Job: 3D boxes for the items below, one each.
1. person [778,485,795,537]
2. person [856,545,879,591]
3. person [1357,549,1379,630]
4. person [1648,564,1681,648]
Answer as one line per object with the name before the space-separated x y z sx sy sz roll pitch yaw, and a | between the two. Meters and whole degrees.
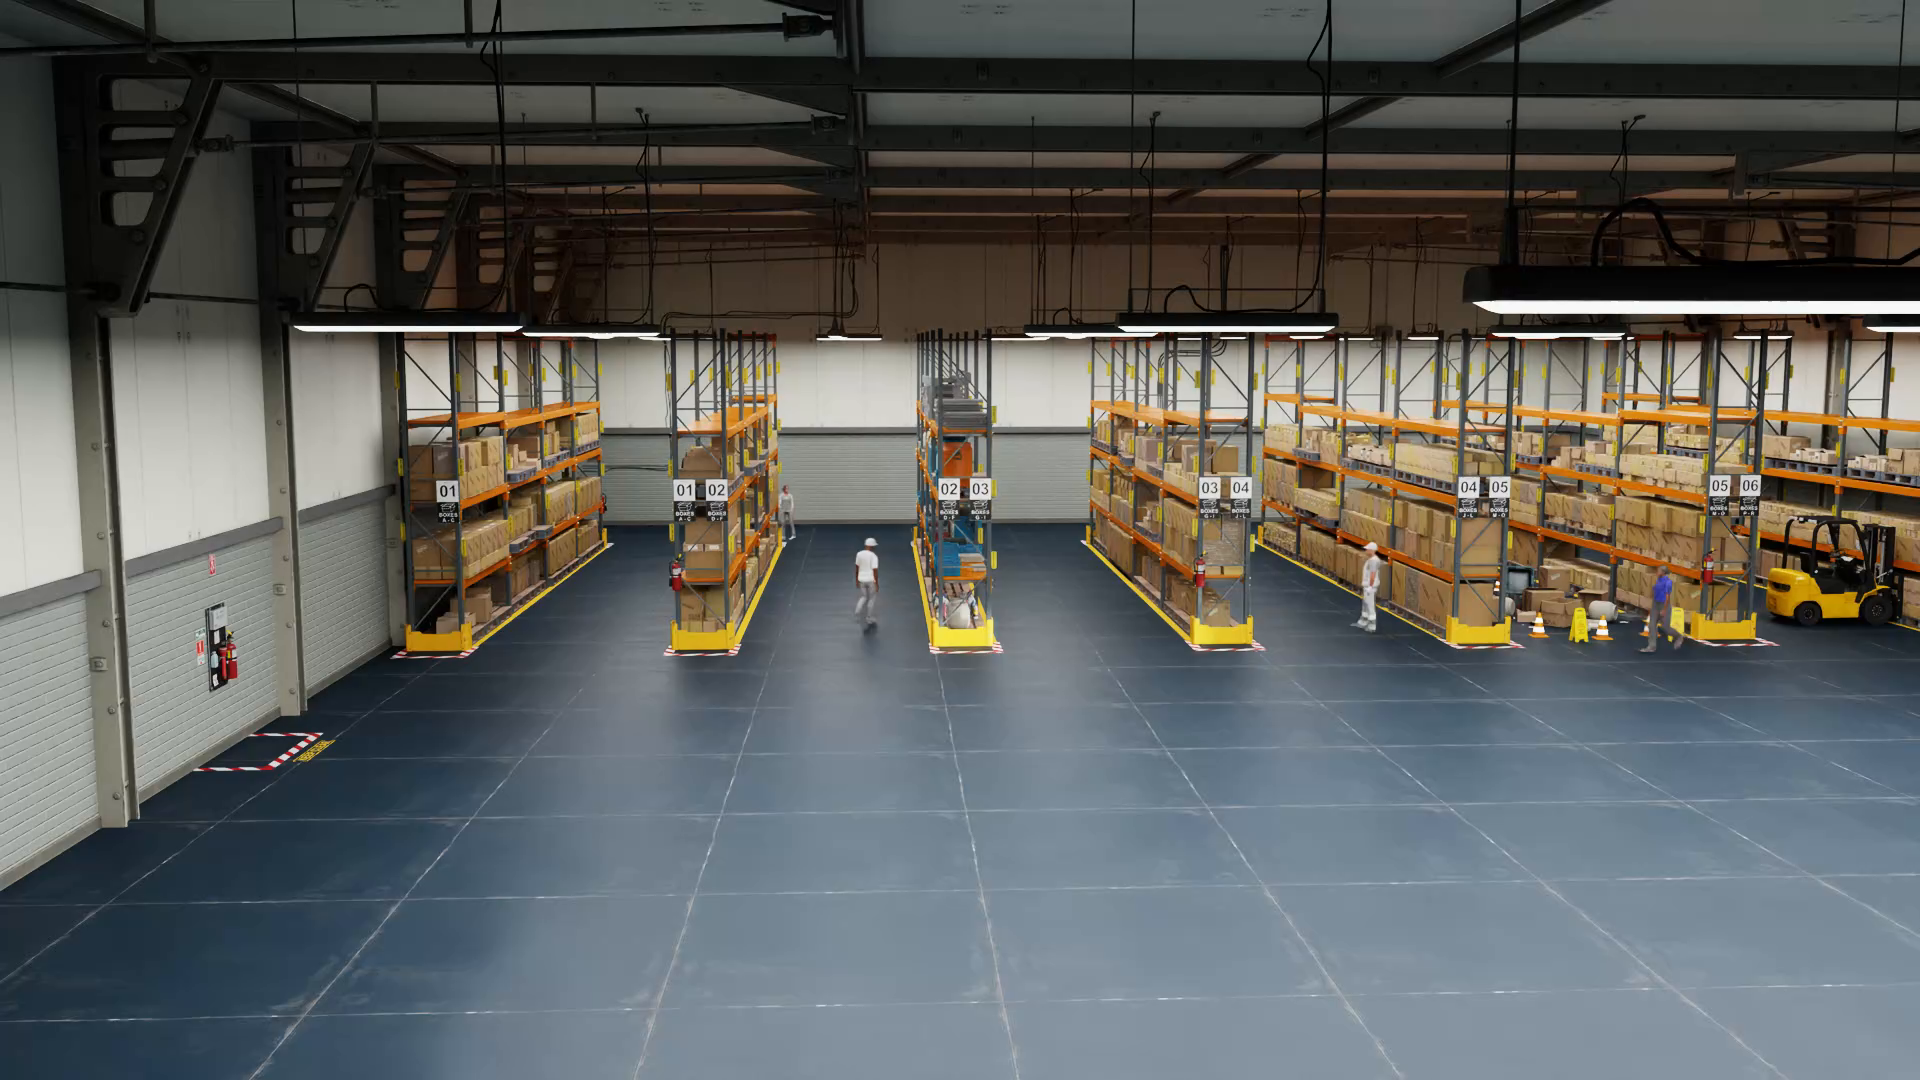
person | -5.100 -0.854 48.866 0.481 1.533 0.313 1 7 8
person | -1.881 0.516 33.953 0.578 1.042 0.364 4 8 30
person | 8.166 0.925 33.262 0.479 1.684 0.538 4 8 30
person | 13.112 1.236 30.917 0.579 1.584 0.408 -3 7 -26
